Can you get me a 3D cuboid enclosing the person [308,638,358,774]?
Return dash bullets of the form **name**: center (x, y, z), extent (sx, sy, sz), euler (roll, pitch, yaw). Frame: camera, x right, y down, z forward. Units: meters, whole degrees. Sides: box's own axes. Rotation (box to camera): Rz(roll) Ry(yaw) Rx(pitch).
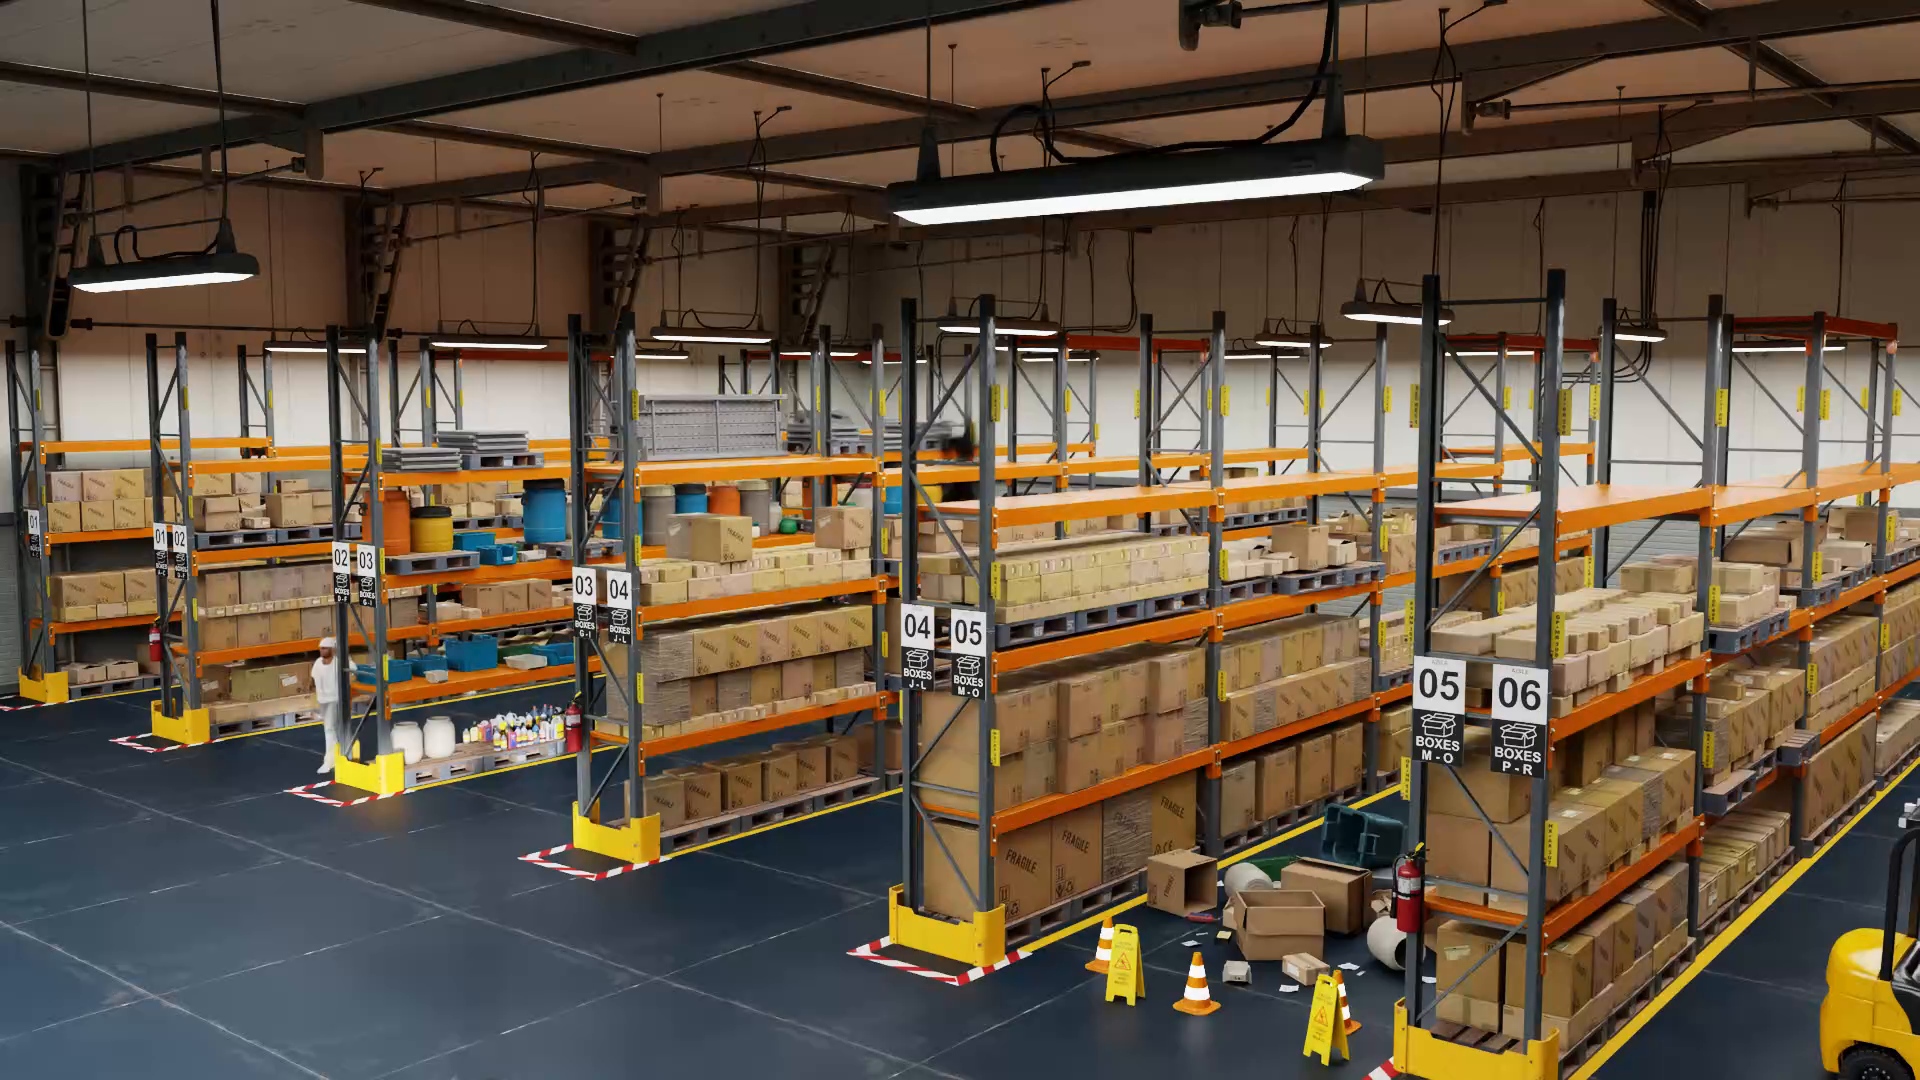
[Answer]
- **person**: center (-8.611, 2.226, 22.830), extent (0.744, 1.799, 0.902), euler (2, 6, 24)
